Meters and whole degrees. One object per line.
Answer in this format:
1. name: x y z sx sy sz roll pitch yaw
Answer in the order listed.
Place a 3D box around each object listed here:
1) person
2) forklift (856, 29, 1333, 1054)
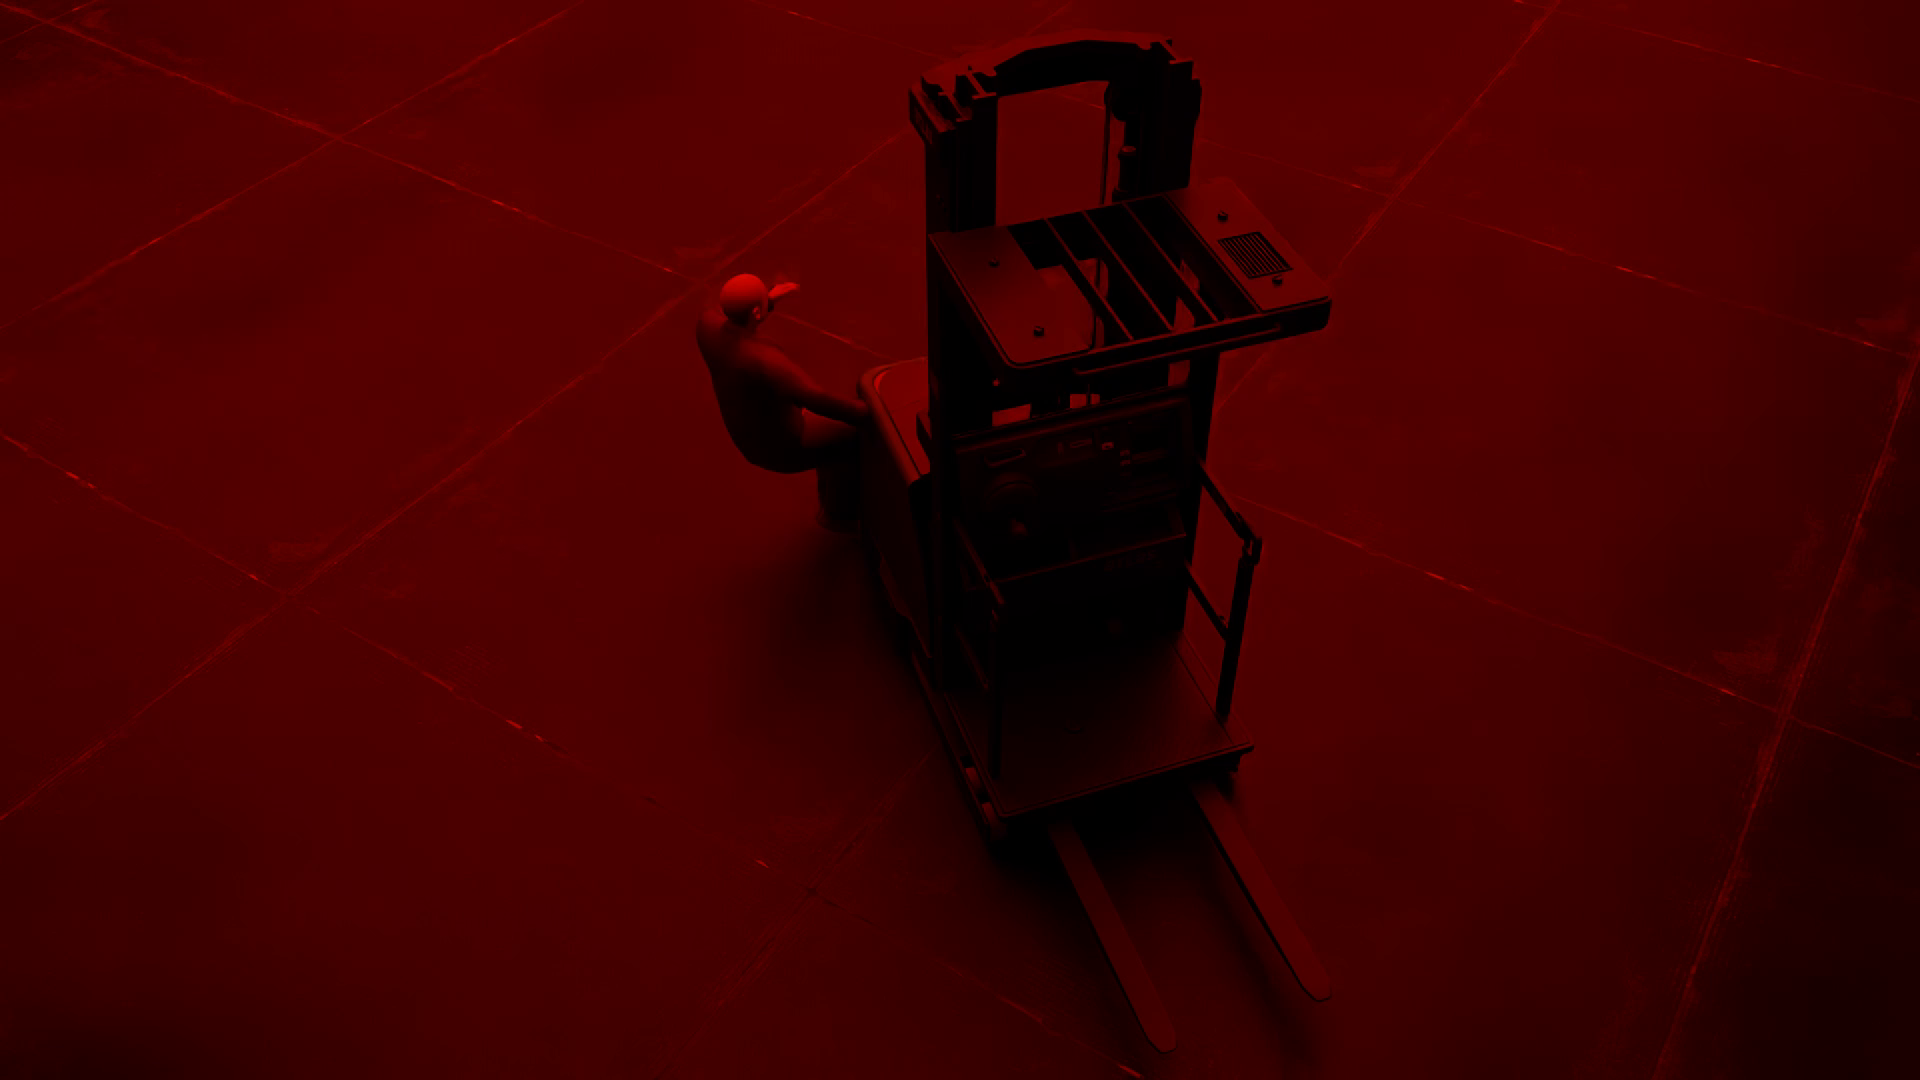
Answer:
1. person: -0.680 -0.645 7.558 1.017 1.527 0.903 29 51 27
2. forklift: 0.507 -0.175 6.033 1.130 2.935 3.031 -14 45 -14
